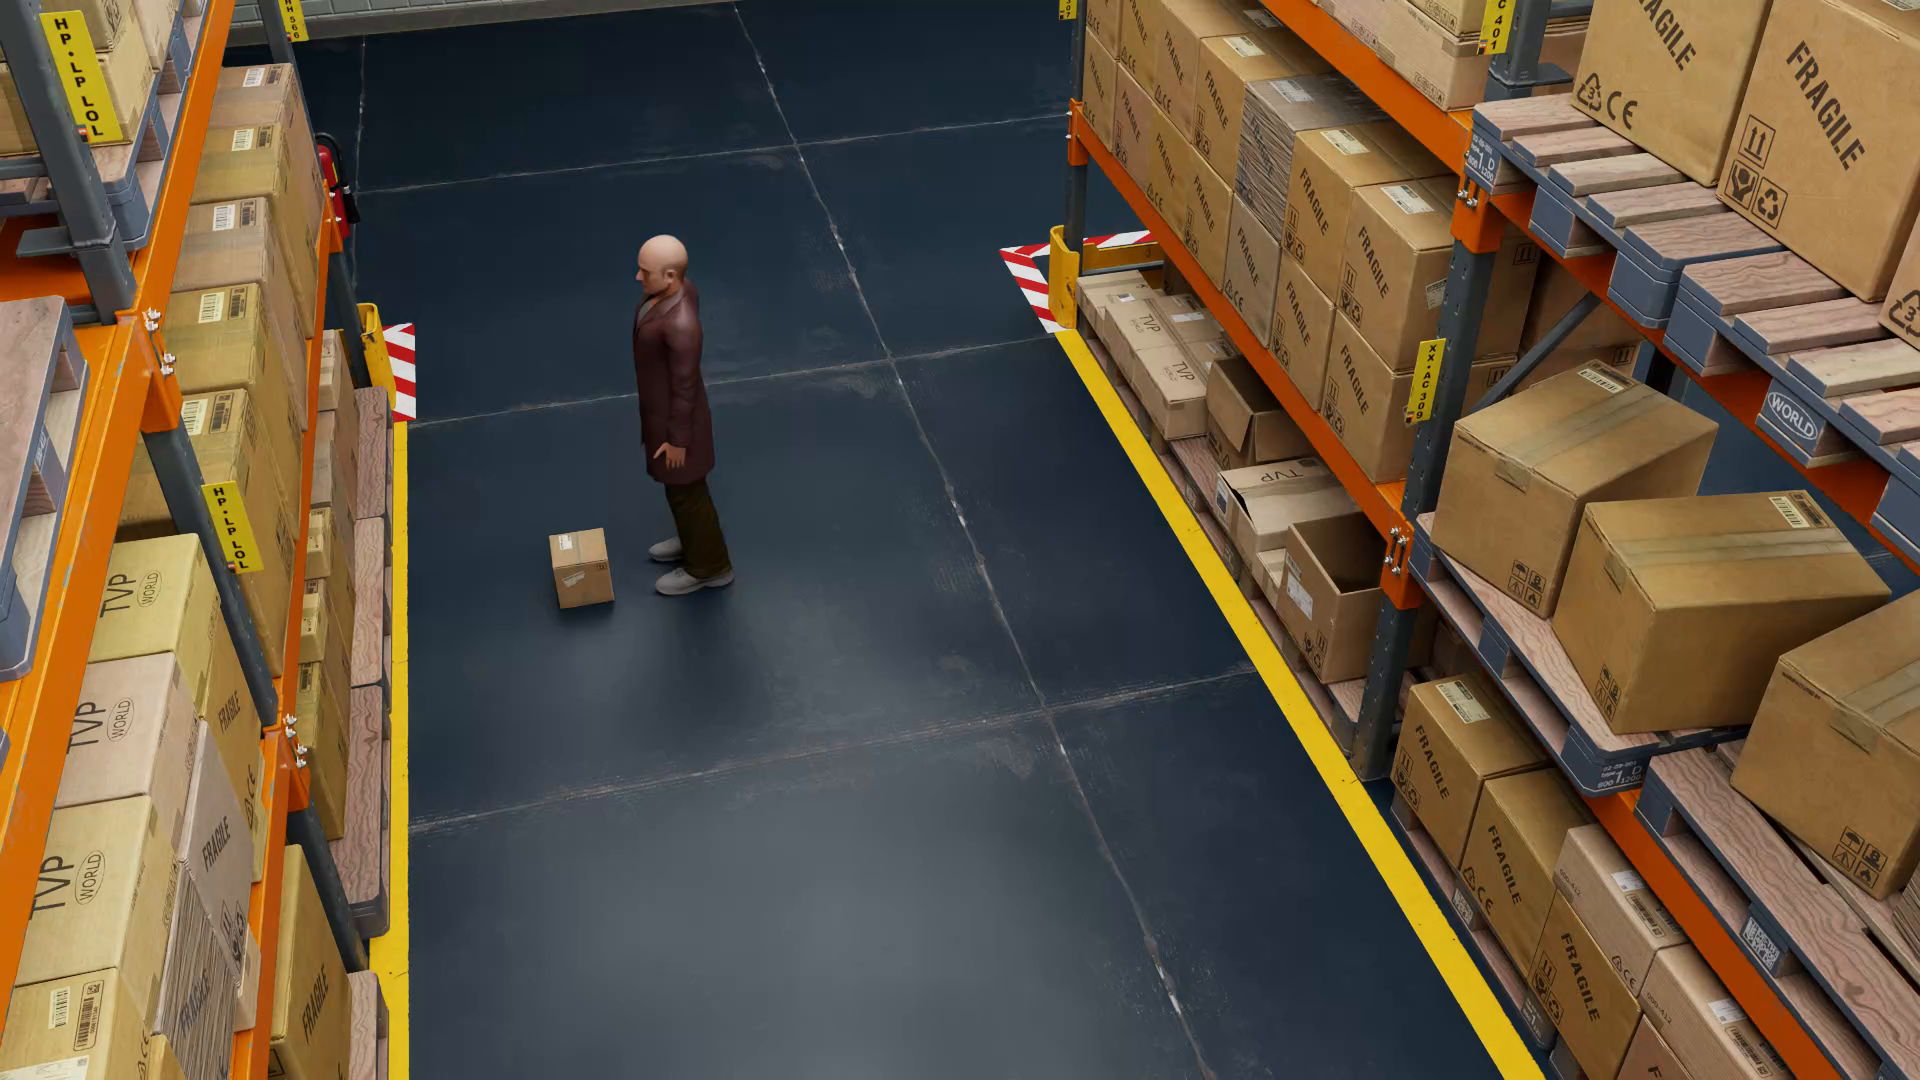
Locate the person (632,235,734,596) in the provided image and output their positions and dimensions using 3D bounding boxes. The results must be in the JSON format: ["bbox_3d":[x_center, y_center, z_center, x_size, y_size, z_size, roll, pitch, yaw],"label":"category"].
[{"bbox_3d":[-1.285,-0.545,7.434,0.380,1.779,0.560,-9,38,-11],"label":"person"}]
